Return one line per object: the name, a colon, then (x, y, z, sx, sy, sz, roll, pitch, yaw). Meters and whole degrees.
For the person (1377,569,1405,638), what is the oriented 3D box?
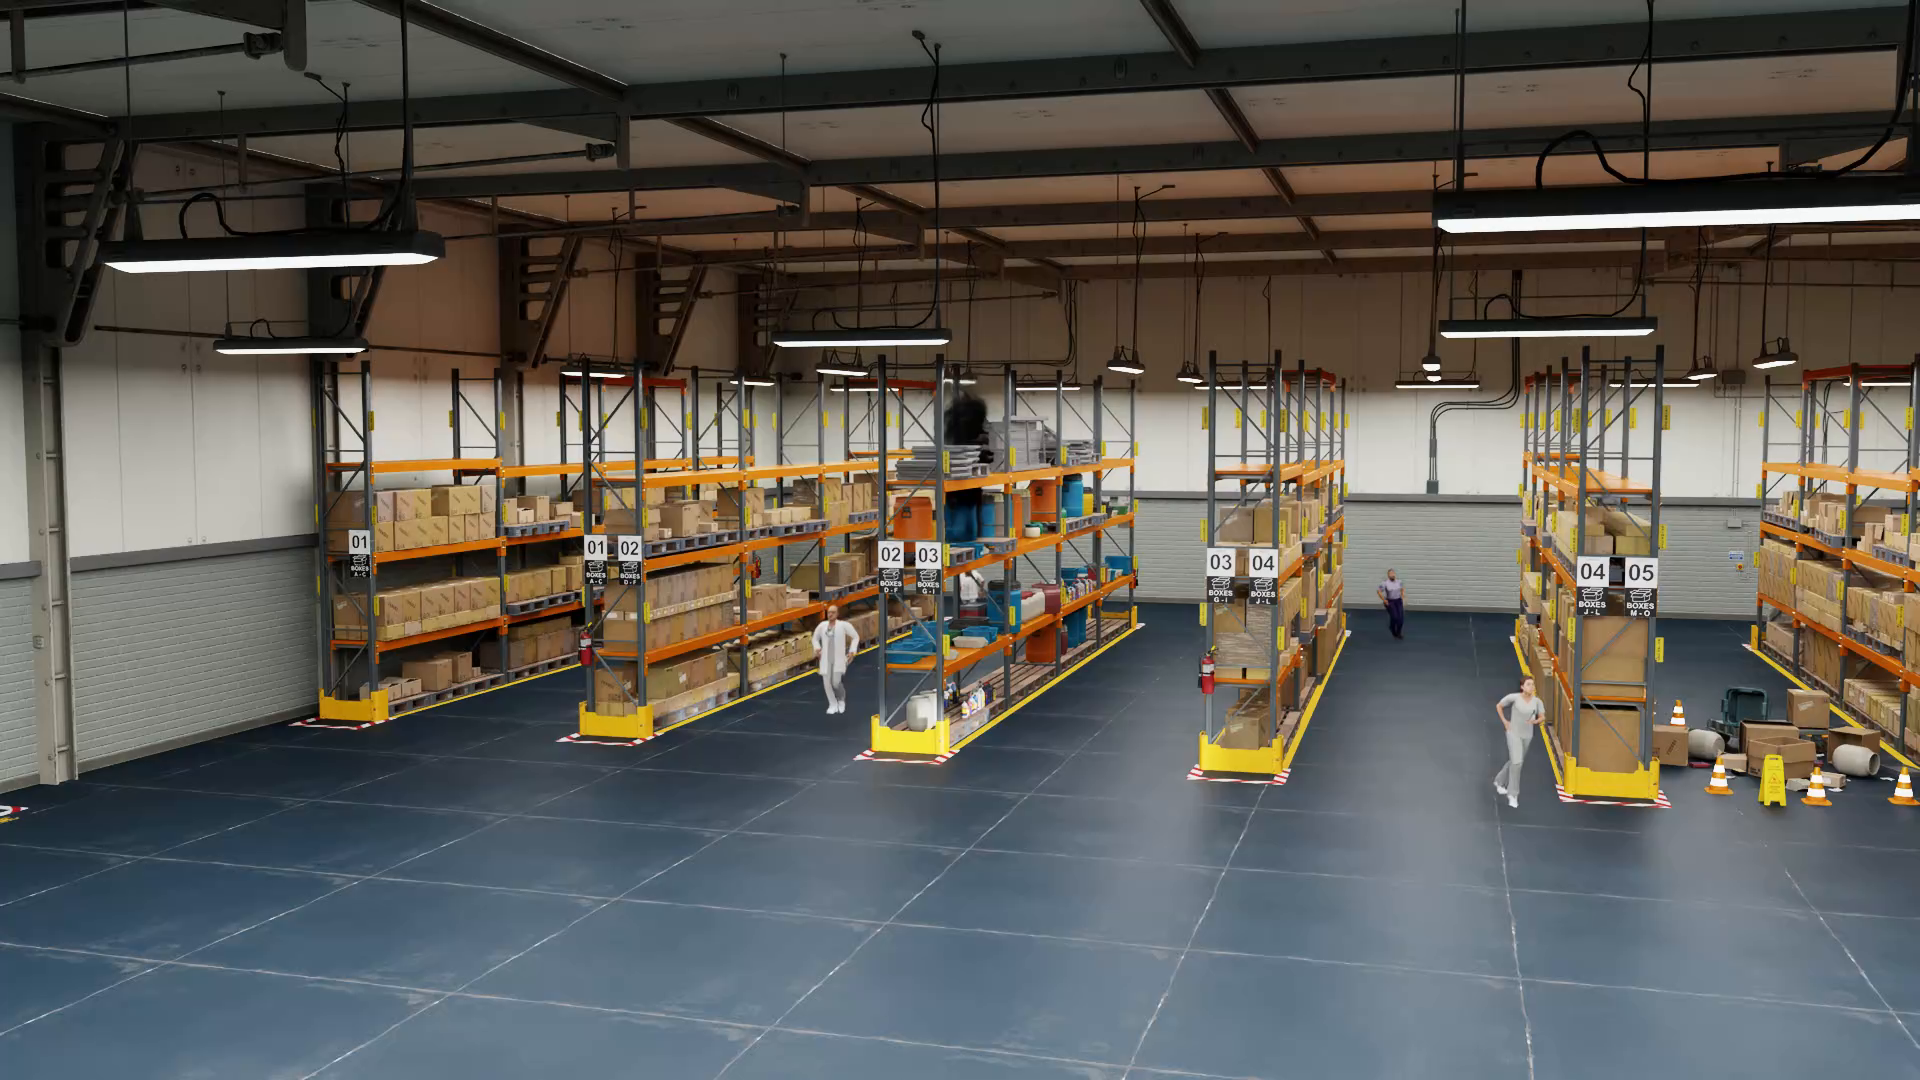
person: (9.988, 1.479, 38.280, 0.623, 1.603, 0.504, -1, 4, -12)

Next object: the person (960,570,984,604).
person: (0.209, 1.361, 38.687, 0.687, 1.755, 0.960, 0, 4, 7)

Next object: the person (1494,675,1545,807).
person: (7.387, 2.624, 21.941, 0.564, 1.720, 0.763, -1, 4, -8)

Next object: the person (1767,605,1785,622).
person: (18.498, 1.503, 37.573, 0.674, 1.629, 0.666, 4, 6, 43)

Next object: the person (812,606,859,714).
person: (-2.030, 1.933, 26.722, 0.759, 1.753, 0.610, 1, 4, 10)
